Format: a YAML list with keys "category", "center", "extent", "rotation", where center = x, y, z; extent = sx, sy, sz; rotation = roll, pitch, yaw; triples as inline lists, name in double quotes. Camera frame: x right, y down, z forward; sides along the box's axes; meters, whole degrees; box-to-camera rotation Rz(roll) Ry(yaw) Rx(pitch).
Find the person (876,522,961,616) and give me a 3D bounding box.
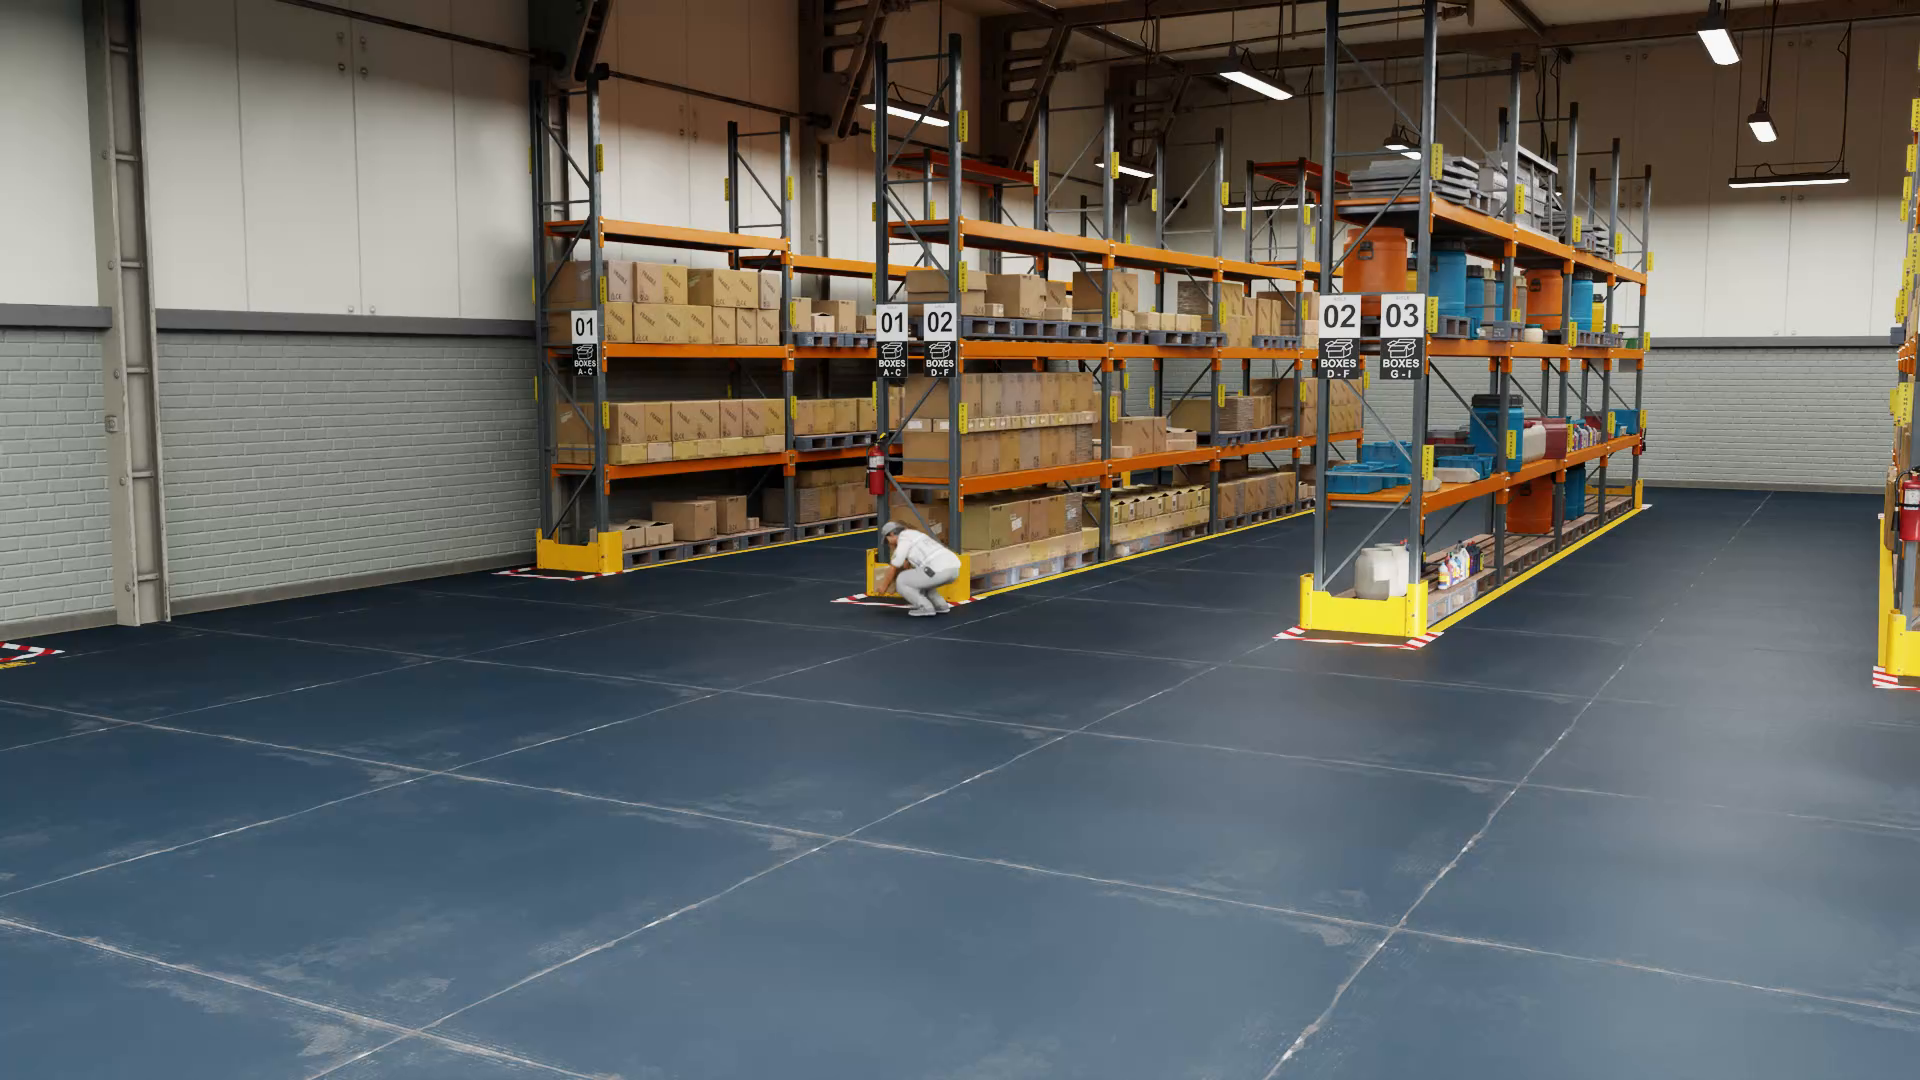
- category: "person"
  center: [-0.432, 0.293, 17.069]
  extent: [0.876, 0.948, 0.512]
  rotation: [3, 7, 27]
